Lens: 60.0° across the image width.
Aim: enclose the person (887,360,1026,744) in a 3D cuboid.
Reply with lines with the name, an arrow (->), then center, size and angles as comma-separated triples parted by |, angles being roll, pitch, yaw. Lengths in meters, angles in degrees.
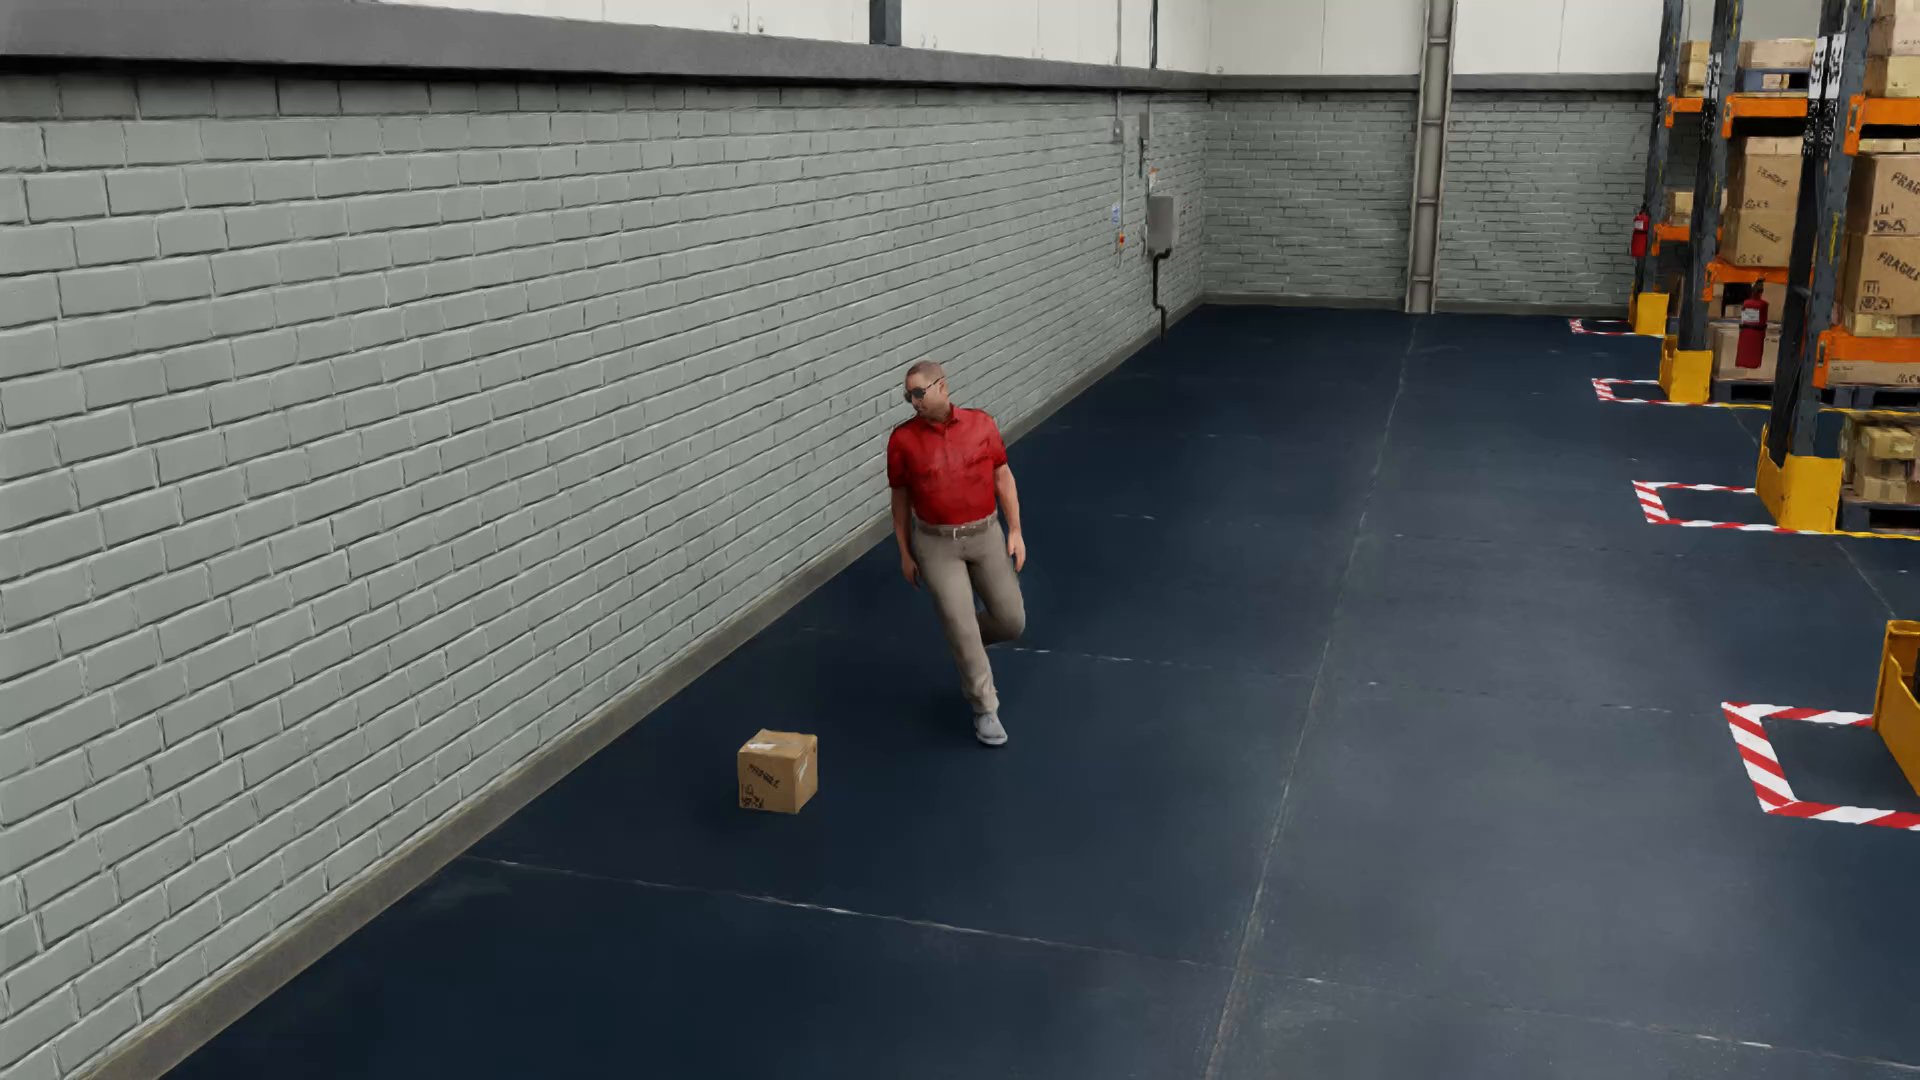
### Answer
person -> -0.009, 0.026, 7.537 | 0.609, 1.672, 0.758 | -3, 15, -11
